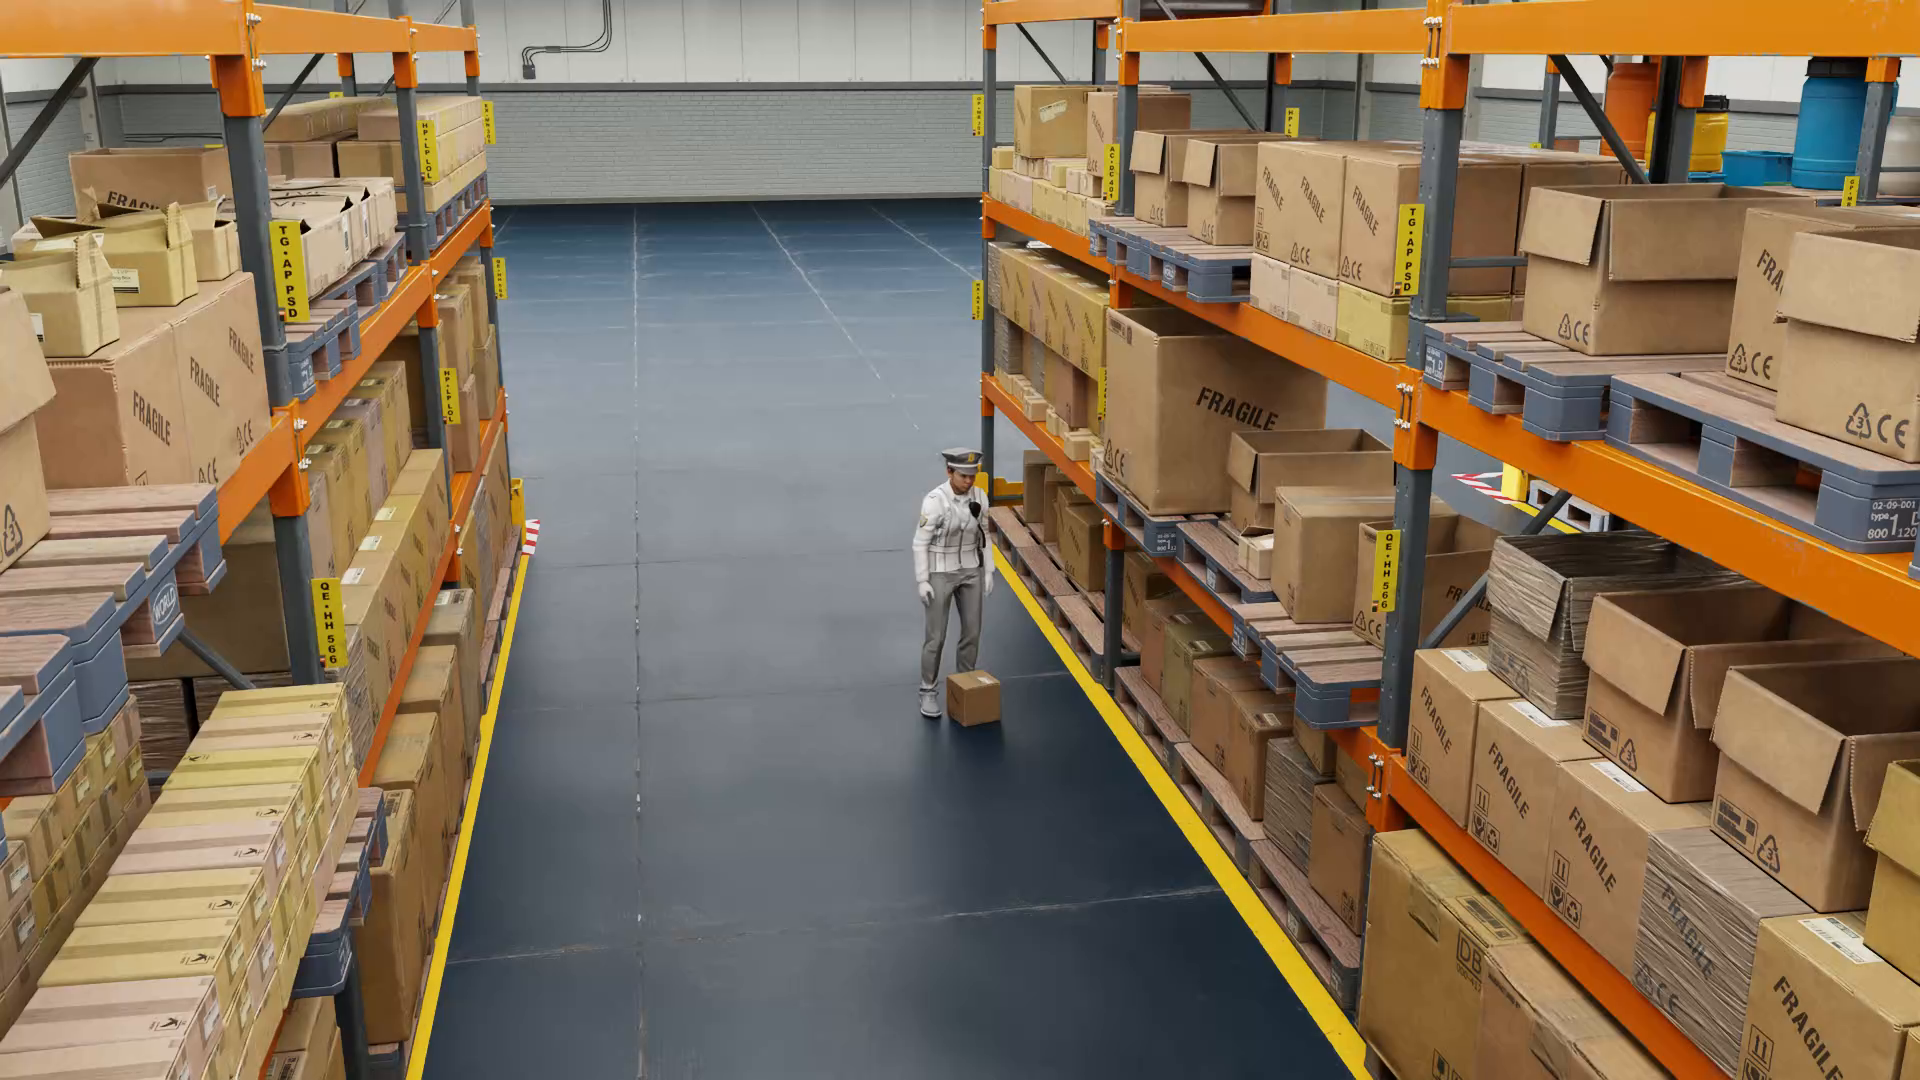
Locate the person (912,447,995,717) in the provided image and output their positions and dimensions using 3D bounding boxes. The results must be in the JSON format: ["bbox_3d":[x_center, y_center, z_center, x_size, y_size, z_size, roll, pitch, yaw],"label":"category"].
[{"bbox_3d":[-0.028,0.235,10.236,0.538,1.663,0.378,-8,18,-25],"label":"person"}]
